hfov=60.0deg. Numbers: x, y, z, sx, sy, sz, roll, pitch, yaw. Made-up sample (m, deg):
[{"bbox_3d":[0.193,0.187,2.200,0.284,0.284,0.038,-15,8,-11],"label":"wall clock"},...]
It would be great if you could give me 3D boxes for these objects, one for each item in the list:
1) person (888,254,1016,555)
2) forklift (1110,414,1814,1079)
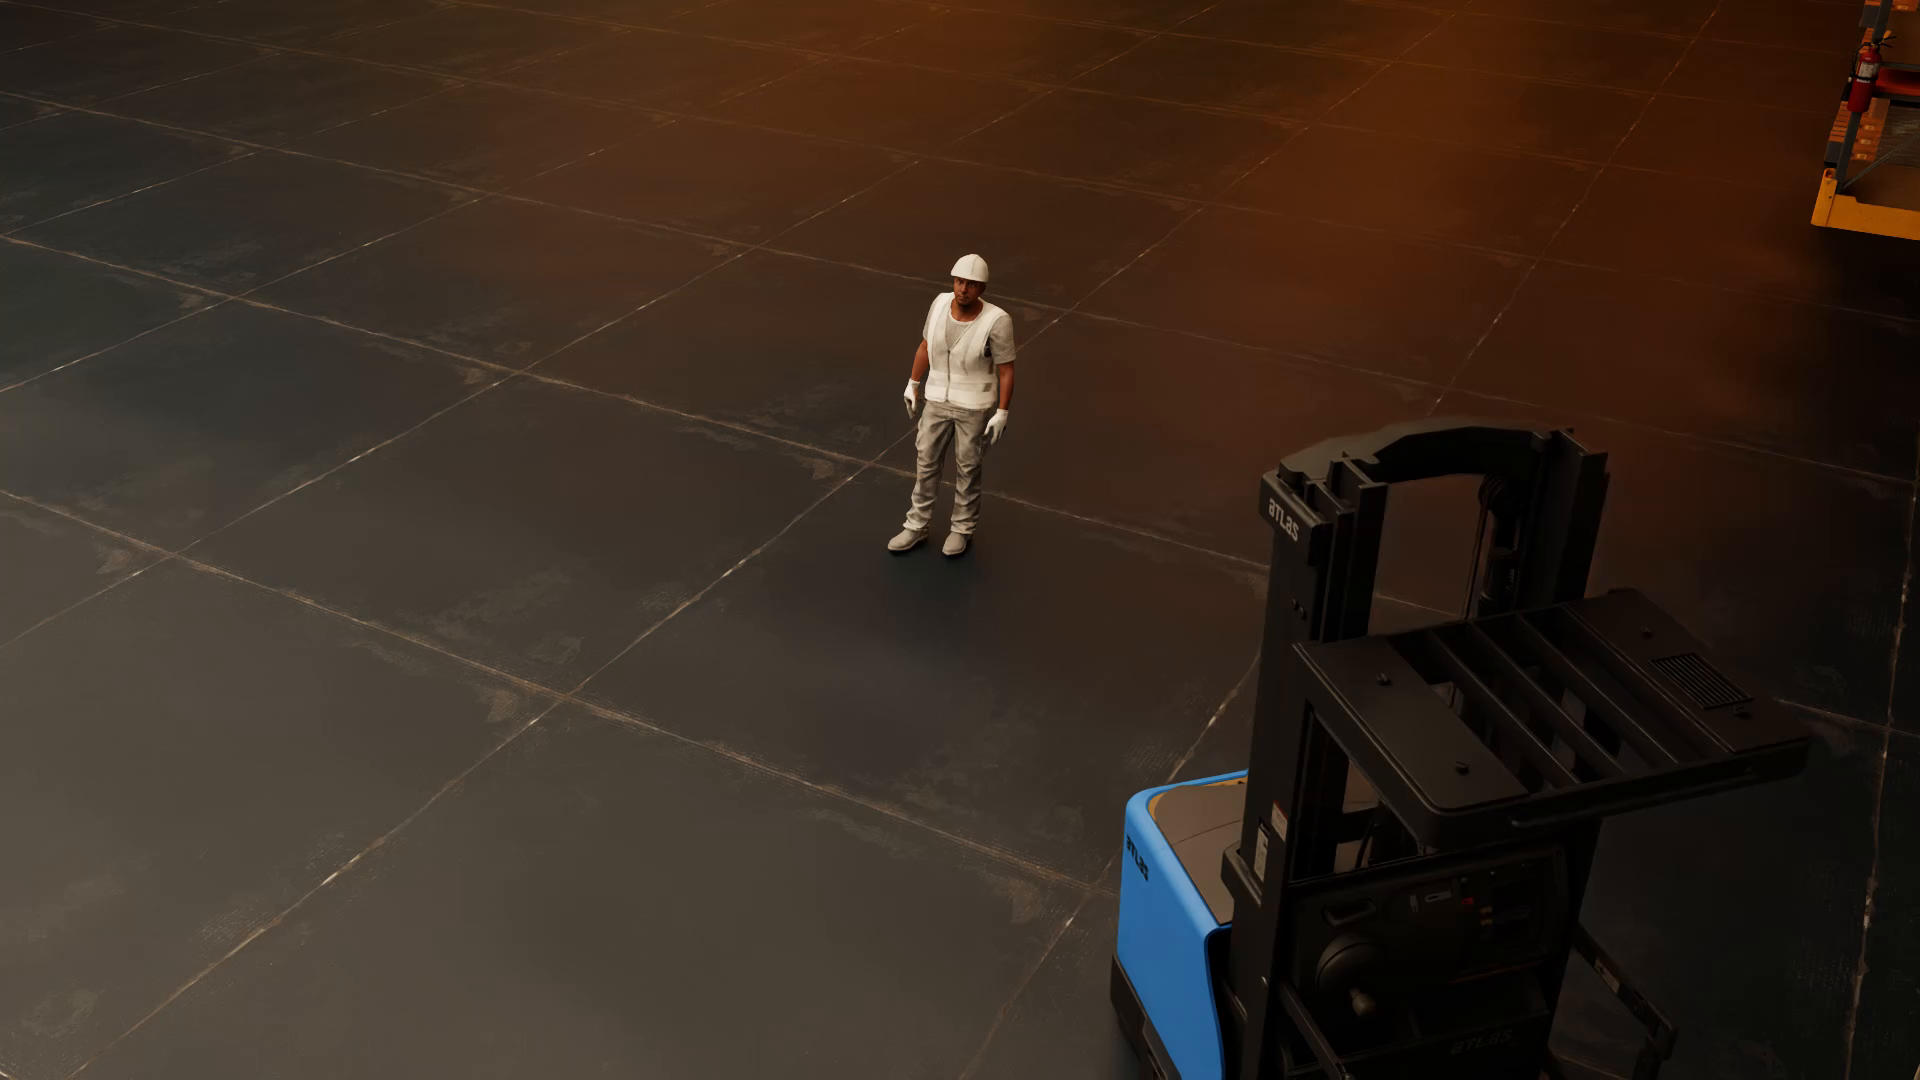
[{"bbox_3d":[-0.042,-0.748,9.502,0.656,1.784,0.575,15,33,25],"label":"person"},{"bbox_3d":[1.509,1.242,4.919,1.130,2.935,3.031,-8,31,-14],"label":"forklift"}]
